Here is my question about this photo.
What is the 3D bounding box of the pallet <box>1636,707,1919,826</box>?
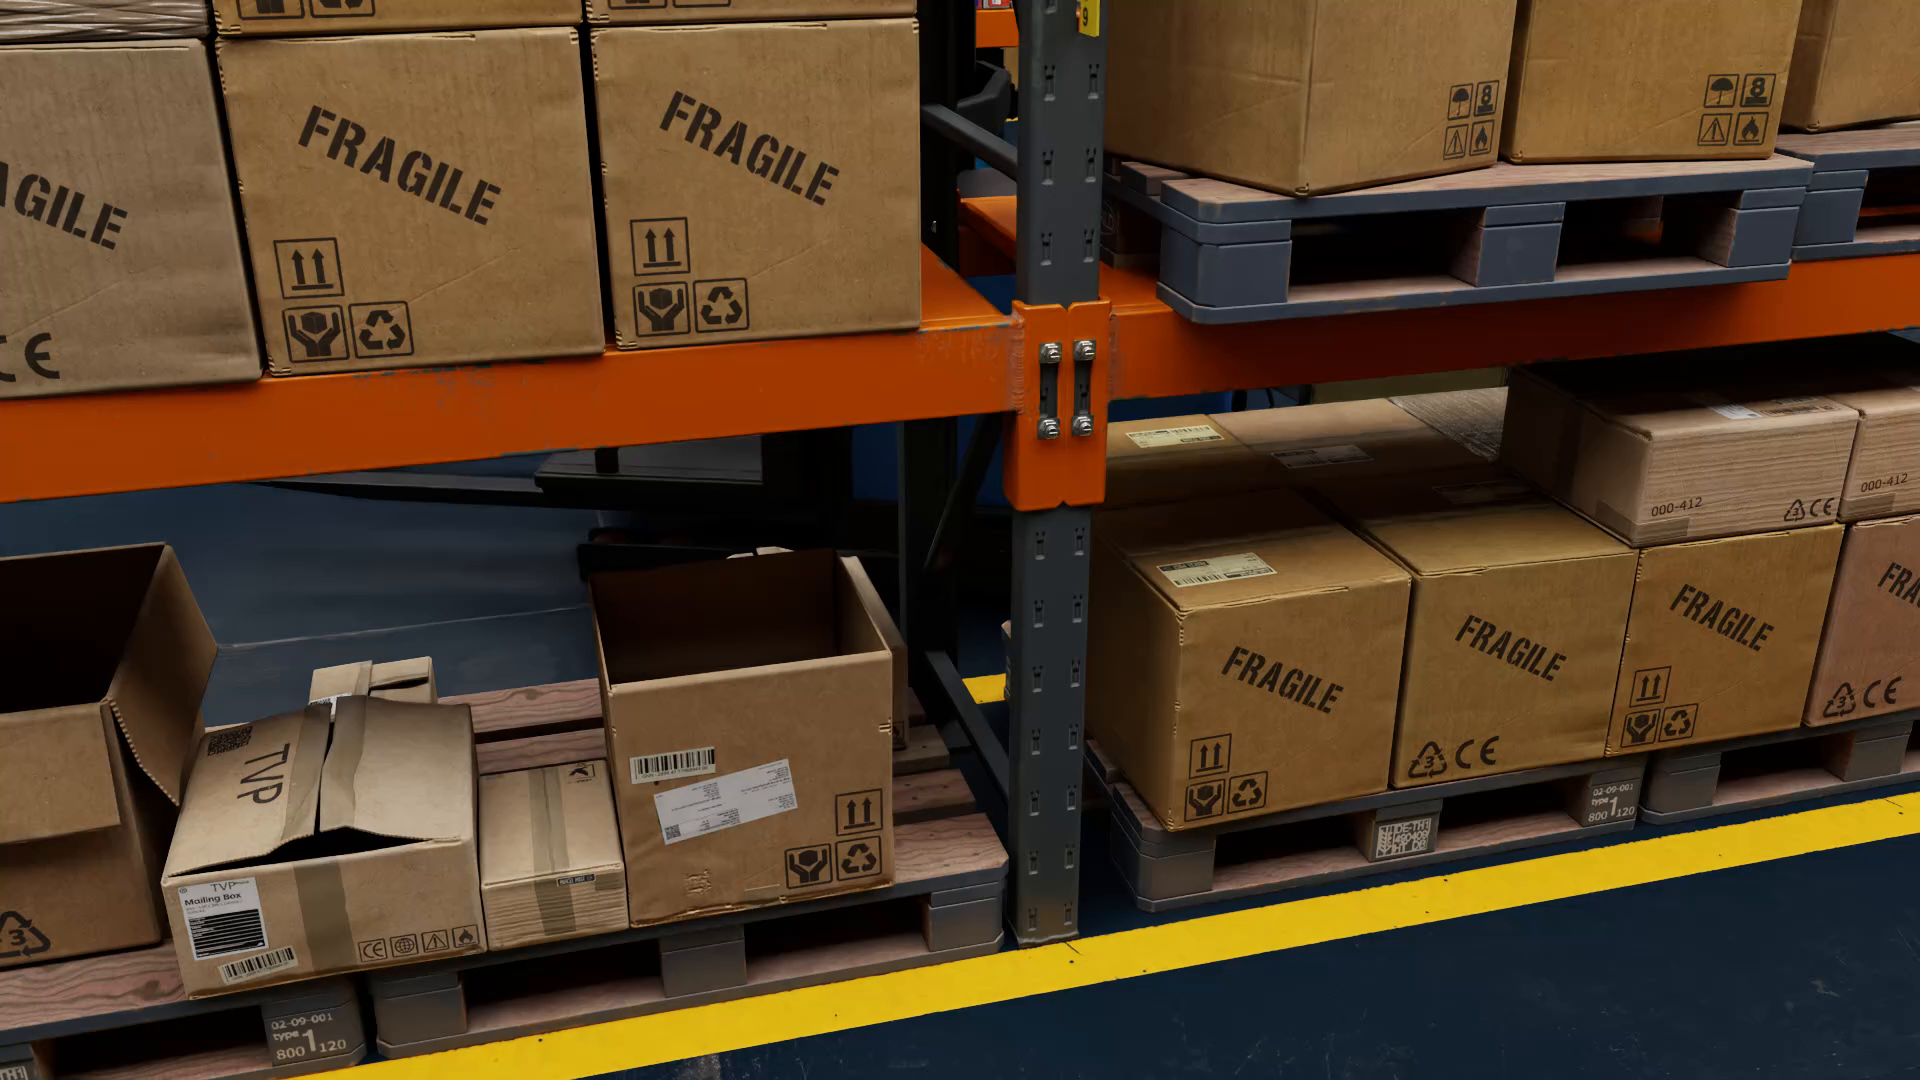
[{"bbox_3d":[1.995,0.296,4.292,1.213,0.211,1.003,-6,24,-14],"label":"pallet"}]

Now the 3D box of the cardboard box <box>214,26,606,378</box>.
[{"bbox_3d":[-0.863,-0.593,2.701,0.500,0.500,0.500,-6,24,-13],"label":"cardboard box"}]

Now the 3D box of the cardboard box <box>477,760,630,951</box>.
[{"bbox_3d":[-0.772,0.586,3.138,0.250,0.149,0.380,-6,24,-14],"label":"cardboard box"}]

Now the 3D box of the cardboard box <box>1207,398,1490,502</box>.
[{"bbox_3d":[0.921,-0.017,4.098,0.500,0.500,0.500,-6,24,-14],"label":"cardboard box"}]

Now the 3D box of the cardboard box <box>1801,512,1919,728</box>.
[{"bbox_3d":[2.057,0.069,3.896,0.500,0.500,0.500,-7,24,-16],"label":"cardboard box"}]

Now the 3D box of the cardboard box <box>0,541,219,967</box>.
[{"bbox_3d":[-1.763,0.394,3.136,0.637,0.503,0.797,-6,24,-14],"label":"cardboard box"}]

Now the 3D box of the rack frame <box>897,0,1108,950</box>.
[{"bbox_3d":[0.045,-0.753,3.201,0.127,3.000,1.000,-6,24,-14],"label":"rack frame"}]

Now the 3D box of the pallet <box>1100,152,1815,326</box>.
[{"bbox_3d":[0.844,-0.708,3.341,1.213,0.211,1.003,-6,24,-14],"label":"pallet"}]

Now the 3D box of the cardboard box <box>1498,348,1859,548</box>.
[{"bbox_3d":[1.539,-0.217,3.612,0.500,0.250,0.500,-6,24,-14],"label":"cardboard box"}]

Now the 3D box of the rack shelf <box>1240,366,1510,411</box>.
[{"bbox_3d":[1.298,-0.469,5.268,0.720,0.370,0.431,-9,25,-20],"label":"rack shelf"}]

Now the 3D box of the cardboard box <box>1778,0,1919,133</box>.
[{"bbox_3d":[1.729,-1.204,3.592,0.500,0.500,0.700,-13,26,-28],"label":"cardboard box"}]

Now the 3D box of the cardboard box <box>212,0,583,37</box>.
[{"bbox_3d":[-0.865,-1.051,2.500,0.500,0.500,0.500,-7,24,-15],"label":"cardboard box"}]

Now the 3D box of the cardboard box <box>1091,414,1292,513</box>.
[{"bbox_3d":[0.443,0.032,3.983,0.500,0.500,0.500,-6,24,-15],"label":"cardboard box"}]

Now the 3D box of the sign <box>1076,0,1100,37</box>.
[{"bbox_3d":[0.199,-0.946,2.552,0.005,0.325,0.100,-6,24,-14],"label":"sign"}]

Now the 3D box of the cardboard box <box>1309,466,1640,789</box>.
[{"bbox_3d":[1.087,0.173,3.654,0.500,0.500,0.500,-6,24,-14],"label":"cardboard box"}]

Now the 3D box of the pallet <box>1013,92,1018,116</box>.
[{"bbox_3d":[0.444,-3.604,13.381,1.213,0.211,1.003,-6,24,-14],"label":"pallet"}]

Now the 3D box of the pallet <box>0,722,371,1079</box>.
[{"bbox_3d":[-1.793,0.733,3.275,1.213,0.211,1.003,-6,24,-14],"label":"pallet"}]

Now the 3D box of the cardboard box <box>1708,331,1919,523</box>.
[{"bbox_3d":[2.022,-0.270,3.737,0.500,0.250,0.500,-7,24,-15],"label":"cardboard box"}]

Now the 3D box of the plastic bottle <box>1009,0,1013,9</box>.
[{"bbox_3d":[0.270,-2.548,7.636,0.097,0.201,0.097,0,23,0],"label":"plastic bottle"}]

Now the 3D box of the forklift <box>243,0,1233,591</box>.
[{"bbox_3d":[-0.697,-1.395,4.785,3.031,2.935,1.130,3,23,6],"label":"forklift"}]

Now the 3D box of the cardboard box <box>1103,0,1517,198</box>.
[{"bbox_3d":[0.561,-0.958,3.018,0.500,0.500,0.700,-16,28,-32],"label":"cardboard box"}]

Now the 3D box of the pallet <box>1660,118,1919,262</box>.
[{"bbox_3d":[2.025,-0.882,3.745,1.213,0.211,1.003,-6,24,-14],"label":"pallet"}]

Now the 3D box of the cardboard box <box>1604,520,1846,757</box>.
[{"bbox_3d":[1.570,0.123,3.771,0.500,0.500,0.500,-6,24,-14],"label":"cardboard box"}]

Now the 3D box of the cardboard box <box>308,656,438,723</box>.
[{"bbox_3d":[-1.248,0.405,3.537,0.250,0.166,0.380,-6,24,-14],"label":"cardboard box"}]

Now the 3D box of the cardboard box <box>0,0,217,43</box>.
[{"bbox_3d":[-1.350,-0.997,2.375,0.500,0.500,0.500,-6,24,-14],"label":"cardboard box"}]

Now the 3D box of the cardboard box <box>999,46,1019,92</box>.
[{"bbox_3d":[0.554,-4.091,13.143,0.875,0.875,1.225,-7,24,-17],"label":"cardboard box"}]

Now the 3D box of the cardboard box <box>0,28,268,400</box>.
[{"bbox_3d":[-1.357,-0.537,2.571,0.500,0.500,0.500,-6,24,-13],"label":"cardboard box"}]

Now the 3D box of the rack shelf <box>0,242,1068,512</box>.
[{"bbox_3d":[-1.881,-0.209,2.846,4.000,0.370,1.077,-6,24,-14],"label":"rack shelf"}]

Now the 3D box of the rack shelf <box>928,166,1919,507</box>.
[{"bbox_3d":[1.971,-0.635,3.839,4.000,0.370,1.077,-6,24,-14],"label":"rack shelf"}]

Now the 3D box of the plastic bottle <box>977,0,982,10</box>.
[{"bbox_3d":[0.034,-2.552,7.542,0.133,0.283,0.061,-6,24,-14],"label":"plastic bottle"}]

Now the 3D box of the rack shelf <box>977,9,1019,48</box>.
[{"bbox_3d":[0.636,-2.516,8.223,4.000,0.370,1.077,-6,24,-14],"label":"rack shelf"}]

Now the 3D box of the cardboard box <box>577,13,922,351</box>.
[{"bbox_3d":[-0.367,-0.648,2.830,0.500,0.500,0.500,-6,24,-13],"label":"cardboard box"}]

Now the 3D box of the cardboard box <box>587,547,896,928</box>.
[{"bbox_3d":[-0.427,0.362,3.215,0.500,0.500,0.500,-6,24,-14],"label":"cardboard box"}]

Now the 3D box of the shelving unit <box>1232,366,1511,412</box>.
[{"bbox_3d":[1.298,-0.769,5.140,0.755,1.500,0.431,-9,25,-20],"label":"shelving unit"}]

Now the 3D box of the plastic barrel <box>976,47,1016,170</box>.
[{"bbox_3d":[-0.079,-1.990,8.211,0.708,0.901,0.600,-6,24,-14],"label":"plastic barrel"}]

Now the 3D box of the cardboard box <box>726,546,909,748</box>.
[{"bbox_3d":[-0.418,0.243,3.732,0.500,0.311,0.500,-6,24,-14],"label":"cardboard box"}]

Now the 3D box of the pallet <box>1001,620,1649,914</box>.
[{"bbox_3d":[0.818,0.427,3.986,1.213,0.211,1.003,-6,24,-14],"label":"pallet"}]

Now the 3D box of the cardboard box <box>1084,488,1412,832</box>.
[{"bbox_3d":[0.576,0.234,3.512,0.500,0.500,0.500,-7,24,-17],"label":"cardboard box"}]

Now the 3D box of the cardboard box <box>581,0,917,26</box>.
[{"bbox_3d":[-0.372,-1.106,2.629,0.500,0.500,0.500,-6,24,-14],"label":"cardboard box"}]

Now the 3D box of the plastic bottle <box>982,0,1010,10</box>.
[{"bbox_3d":[0.151,-2.580,7.617,0.135,0.276,0.152,-6,24,-14],"label":"plastic bottle"}]

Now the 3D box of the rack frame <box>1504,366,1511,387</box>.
[{"bbox_3d":[1.637,-0.823,5.267,0.023,1.500,0.400,-9,25,-20],"label":"rack frame"}]

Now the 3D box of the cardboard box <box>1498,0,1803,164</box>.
[{"bbox_3d":[1.206,-1.055,3.245,0.500,0.500,0.700,-3,23,-6],"label":"cardboard box"}]

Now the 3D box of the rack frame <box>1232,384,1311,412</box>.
[{"bbox_3d":[0.959,-0.715,5.013,0.023,1.500,0.400,-9,25,-20],"label":"rack frame"}]

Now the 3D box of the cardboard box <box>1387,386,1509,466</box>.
[{"bbox_3d":[1.404,-0.071,4.223,0.500,0.500,0.500,-6,24,-14],"label":"cardboard box"}]

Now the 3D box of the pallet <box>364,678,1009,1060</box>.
[{"bbox_3d":[-0.617,0.601,3.581,1.213,0.211,1.003,-6,24,-14],"label":"pallet"}]

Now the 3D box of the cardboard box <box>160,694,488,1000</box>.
[{"bbox_3d":[-1.149,0.529,3.066,0.500,0.311,0.500,-6,24,-14],"label":"cardboard box"}]
